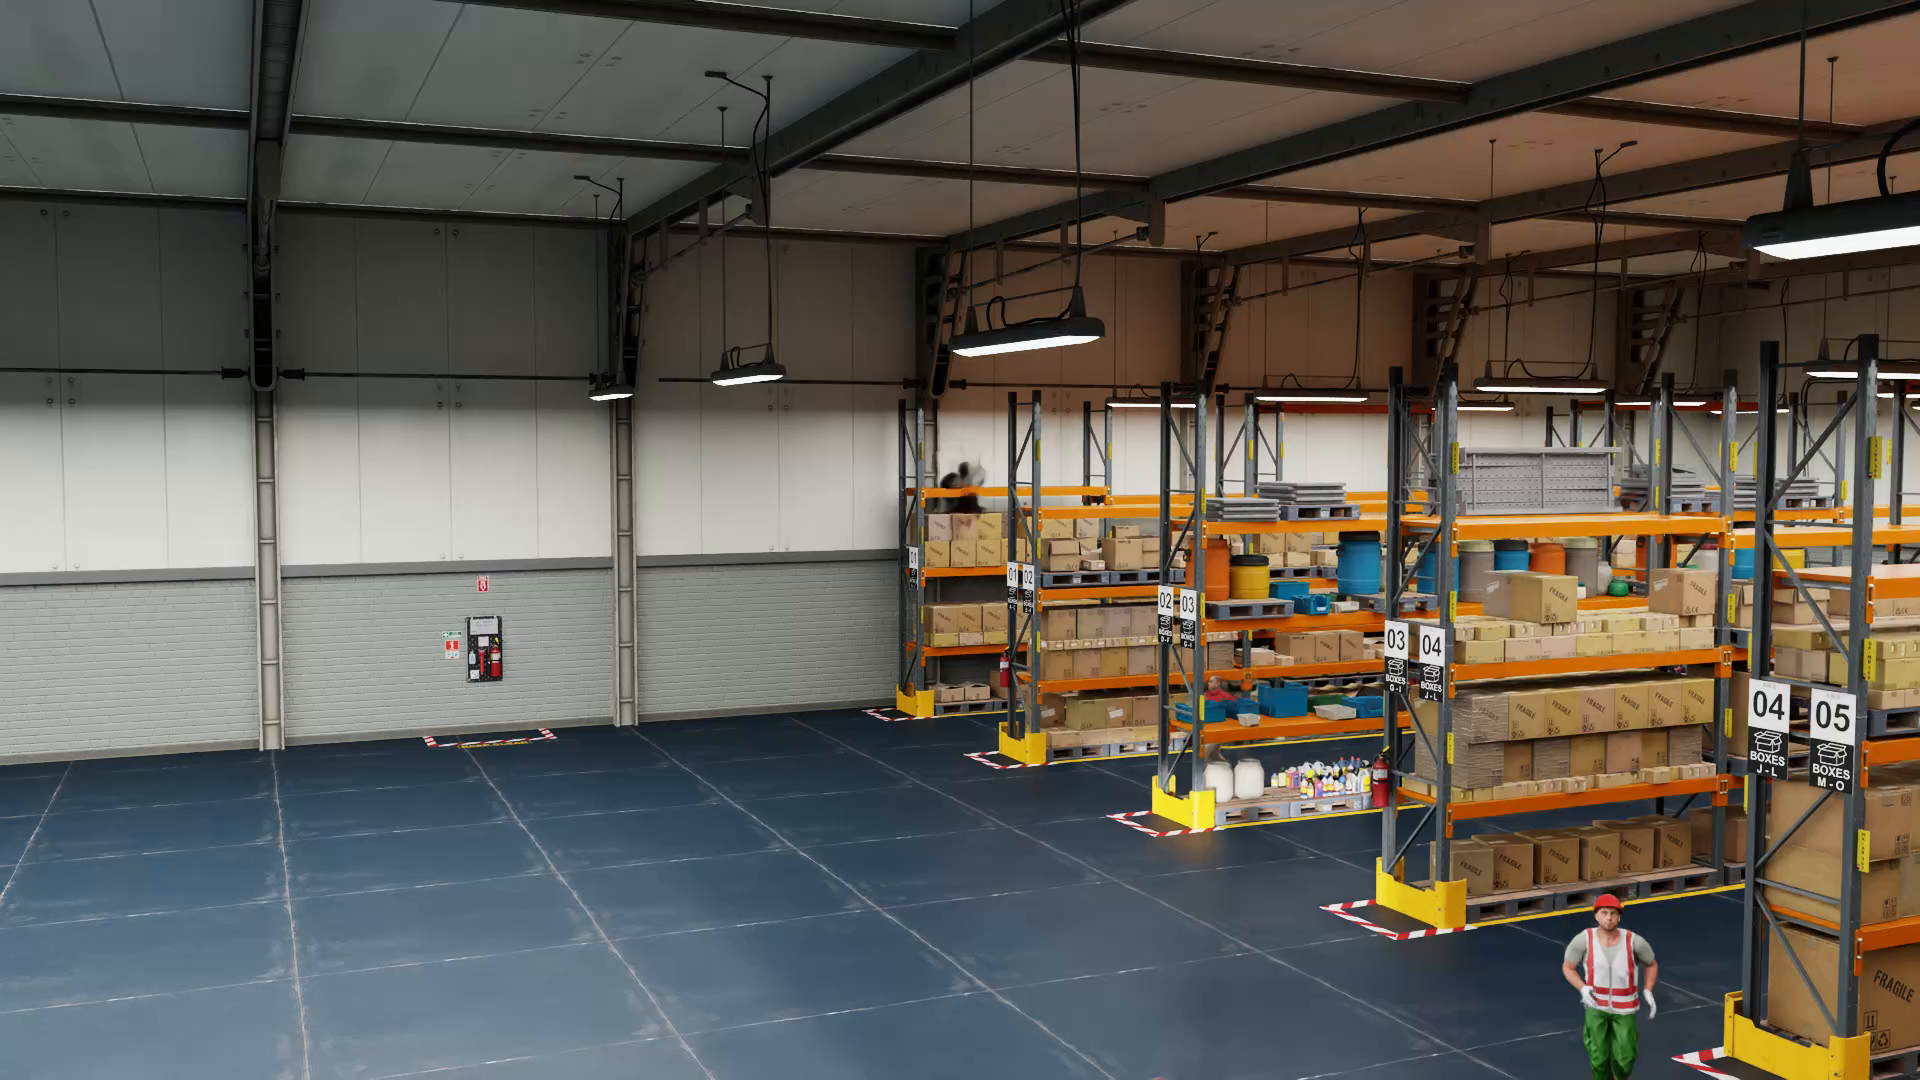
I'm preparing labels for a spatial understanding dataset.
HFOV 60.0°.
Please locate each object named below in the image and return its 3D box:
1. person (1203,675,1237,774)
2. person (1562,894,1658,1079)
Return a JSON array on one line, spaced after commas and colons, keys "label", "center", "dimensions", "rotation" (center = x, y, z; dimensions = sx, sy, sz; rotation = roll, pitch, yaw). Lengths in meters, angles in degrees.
[{"label": "person", "center": [3.785, 2.885, 24.646], "dimensions": [0.822, 1.776, 0.670], "rotation": [-1, 4, -22]}, {"label": "person", "center": [4.926, 3.548, 12.629], "dimensions": [0.678, 1.735, 0.633], "rotation": [1, 4, 22]}]
